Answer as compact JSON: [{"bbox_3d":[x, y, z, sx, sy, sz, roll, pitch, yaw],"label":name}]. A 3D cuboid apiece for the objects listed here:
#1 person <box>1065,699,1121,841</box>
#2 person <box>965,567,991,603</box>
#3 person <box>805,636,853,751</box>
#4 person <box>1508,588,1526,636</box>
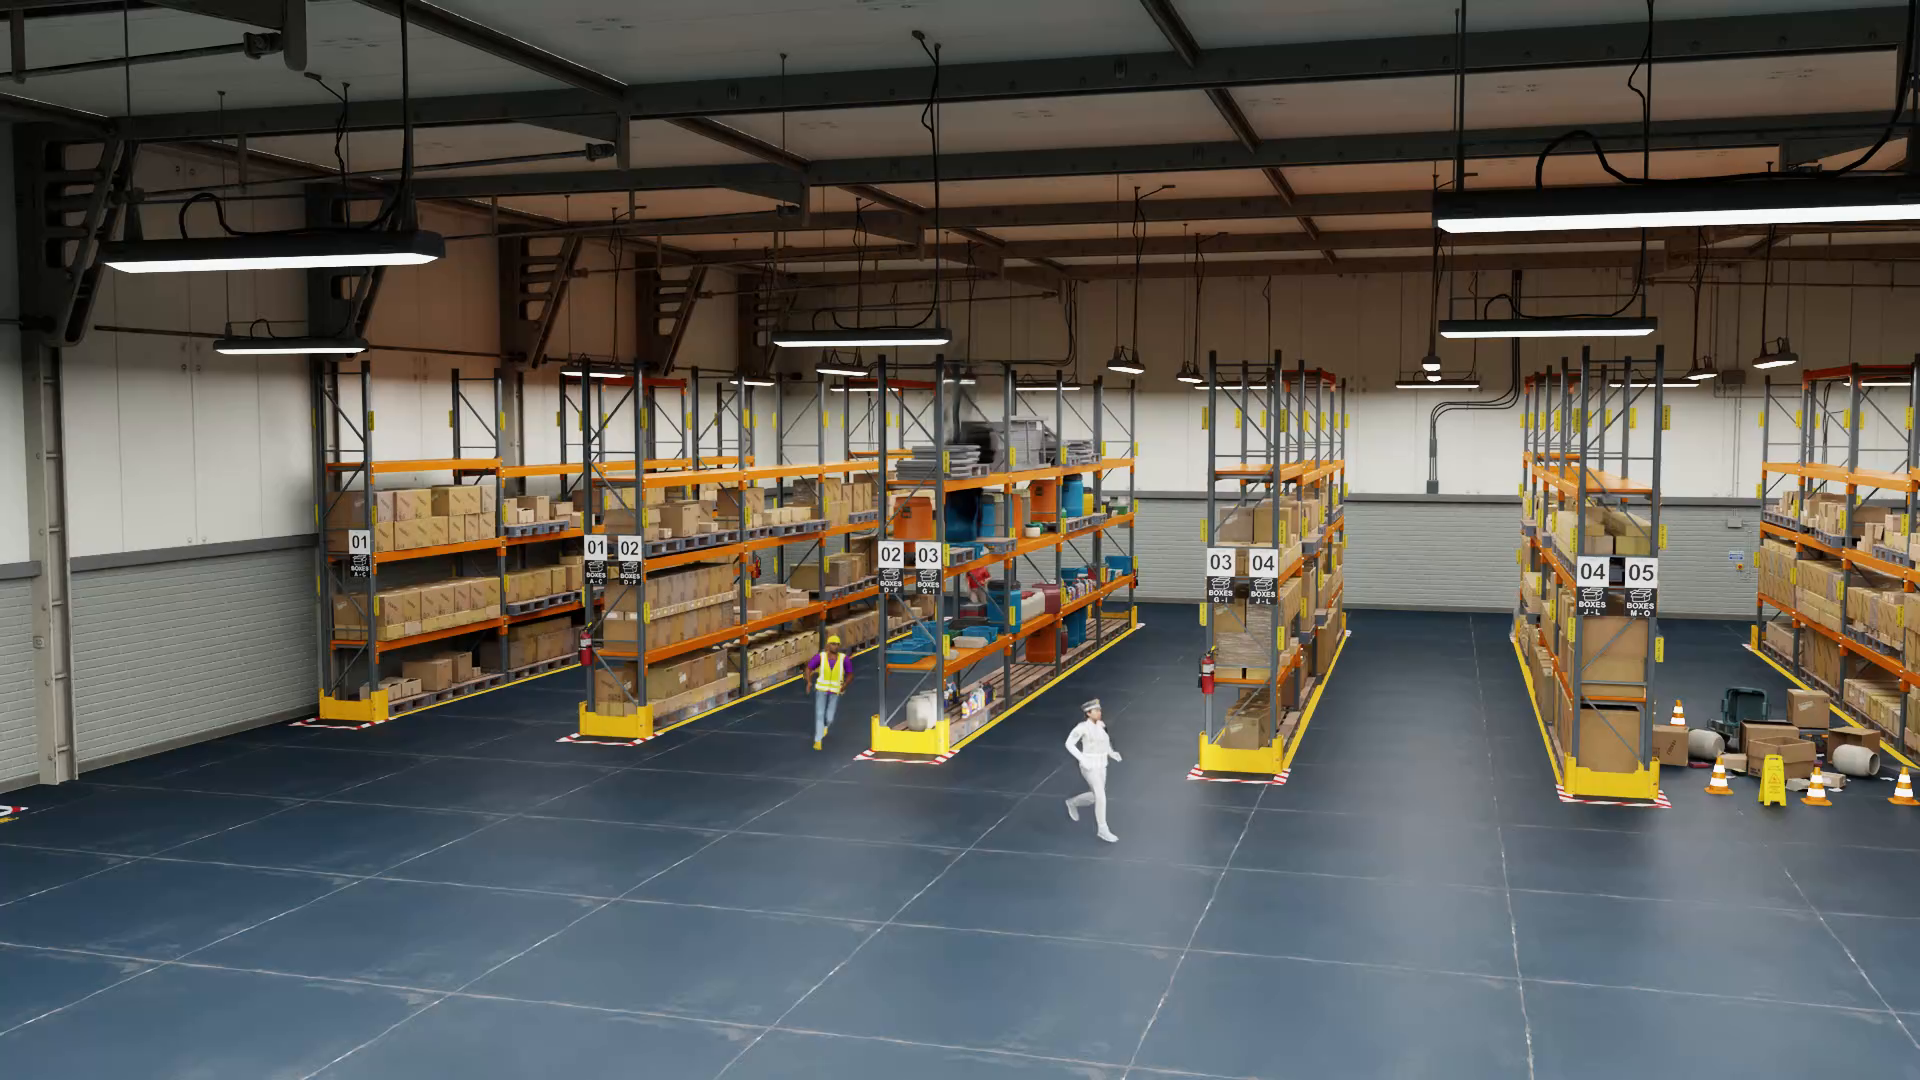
[{"bbox_3d":[1.590,2.743,20.081,0.827,1.694,0.563,4,6,43],"label":"person"},{"bbox_3d":[0.427,1.288,40.136,0.669,1.740,0.876,1,4,11],"label":"person"},{"bbox_3d":[-2.017,2.329,25.646,0.740,1.734,0.750,0,4,-6],"label":"person"},{"bbox_3d":[13.178,1.438,38.565,0.856,1.708,0.591,1,4,10],"label":"person"}]
